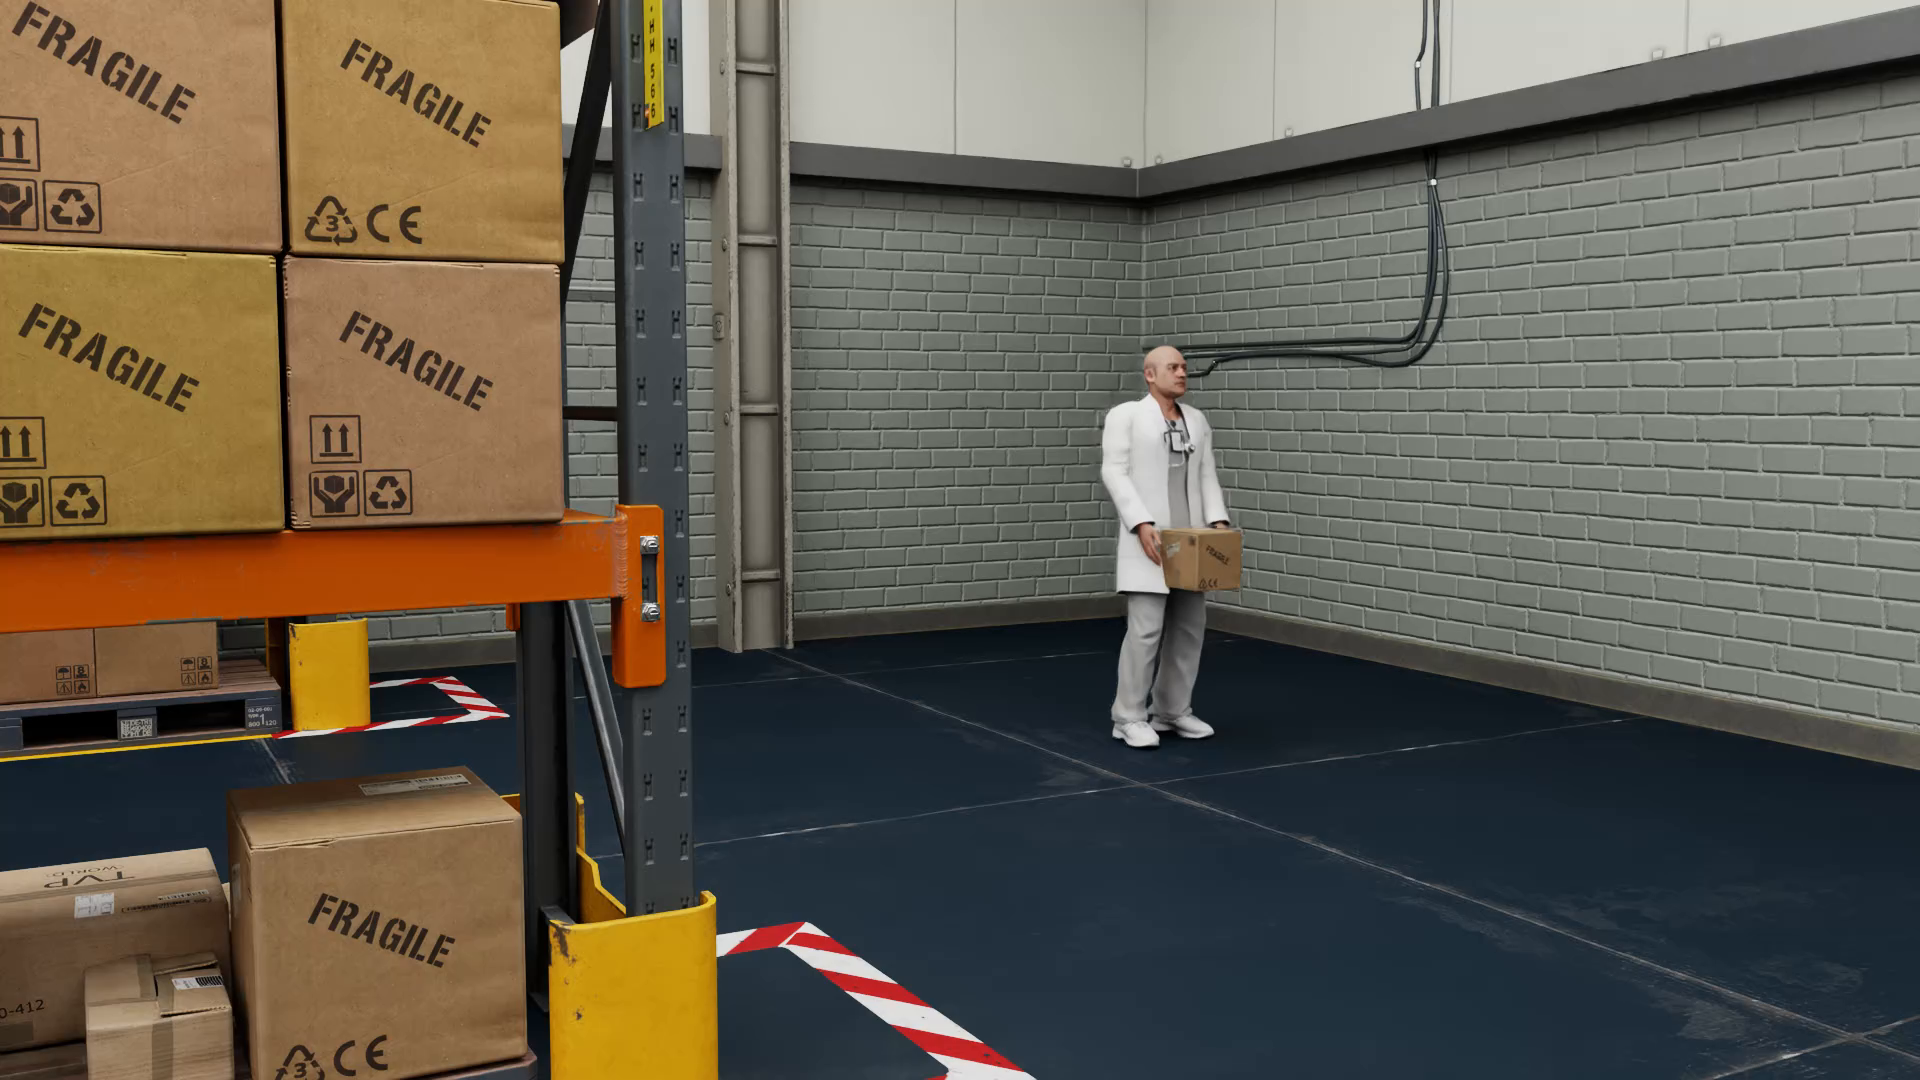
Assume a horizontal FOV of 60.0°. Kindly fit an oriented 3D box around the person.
[{"bbox_3d":[0.943,0.019,7.476,0.620,1.775,0.452,-3,6,-28],"label":"person"}]
